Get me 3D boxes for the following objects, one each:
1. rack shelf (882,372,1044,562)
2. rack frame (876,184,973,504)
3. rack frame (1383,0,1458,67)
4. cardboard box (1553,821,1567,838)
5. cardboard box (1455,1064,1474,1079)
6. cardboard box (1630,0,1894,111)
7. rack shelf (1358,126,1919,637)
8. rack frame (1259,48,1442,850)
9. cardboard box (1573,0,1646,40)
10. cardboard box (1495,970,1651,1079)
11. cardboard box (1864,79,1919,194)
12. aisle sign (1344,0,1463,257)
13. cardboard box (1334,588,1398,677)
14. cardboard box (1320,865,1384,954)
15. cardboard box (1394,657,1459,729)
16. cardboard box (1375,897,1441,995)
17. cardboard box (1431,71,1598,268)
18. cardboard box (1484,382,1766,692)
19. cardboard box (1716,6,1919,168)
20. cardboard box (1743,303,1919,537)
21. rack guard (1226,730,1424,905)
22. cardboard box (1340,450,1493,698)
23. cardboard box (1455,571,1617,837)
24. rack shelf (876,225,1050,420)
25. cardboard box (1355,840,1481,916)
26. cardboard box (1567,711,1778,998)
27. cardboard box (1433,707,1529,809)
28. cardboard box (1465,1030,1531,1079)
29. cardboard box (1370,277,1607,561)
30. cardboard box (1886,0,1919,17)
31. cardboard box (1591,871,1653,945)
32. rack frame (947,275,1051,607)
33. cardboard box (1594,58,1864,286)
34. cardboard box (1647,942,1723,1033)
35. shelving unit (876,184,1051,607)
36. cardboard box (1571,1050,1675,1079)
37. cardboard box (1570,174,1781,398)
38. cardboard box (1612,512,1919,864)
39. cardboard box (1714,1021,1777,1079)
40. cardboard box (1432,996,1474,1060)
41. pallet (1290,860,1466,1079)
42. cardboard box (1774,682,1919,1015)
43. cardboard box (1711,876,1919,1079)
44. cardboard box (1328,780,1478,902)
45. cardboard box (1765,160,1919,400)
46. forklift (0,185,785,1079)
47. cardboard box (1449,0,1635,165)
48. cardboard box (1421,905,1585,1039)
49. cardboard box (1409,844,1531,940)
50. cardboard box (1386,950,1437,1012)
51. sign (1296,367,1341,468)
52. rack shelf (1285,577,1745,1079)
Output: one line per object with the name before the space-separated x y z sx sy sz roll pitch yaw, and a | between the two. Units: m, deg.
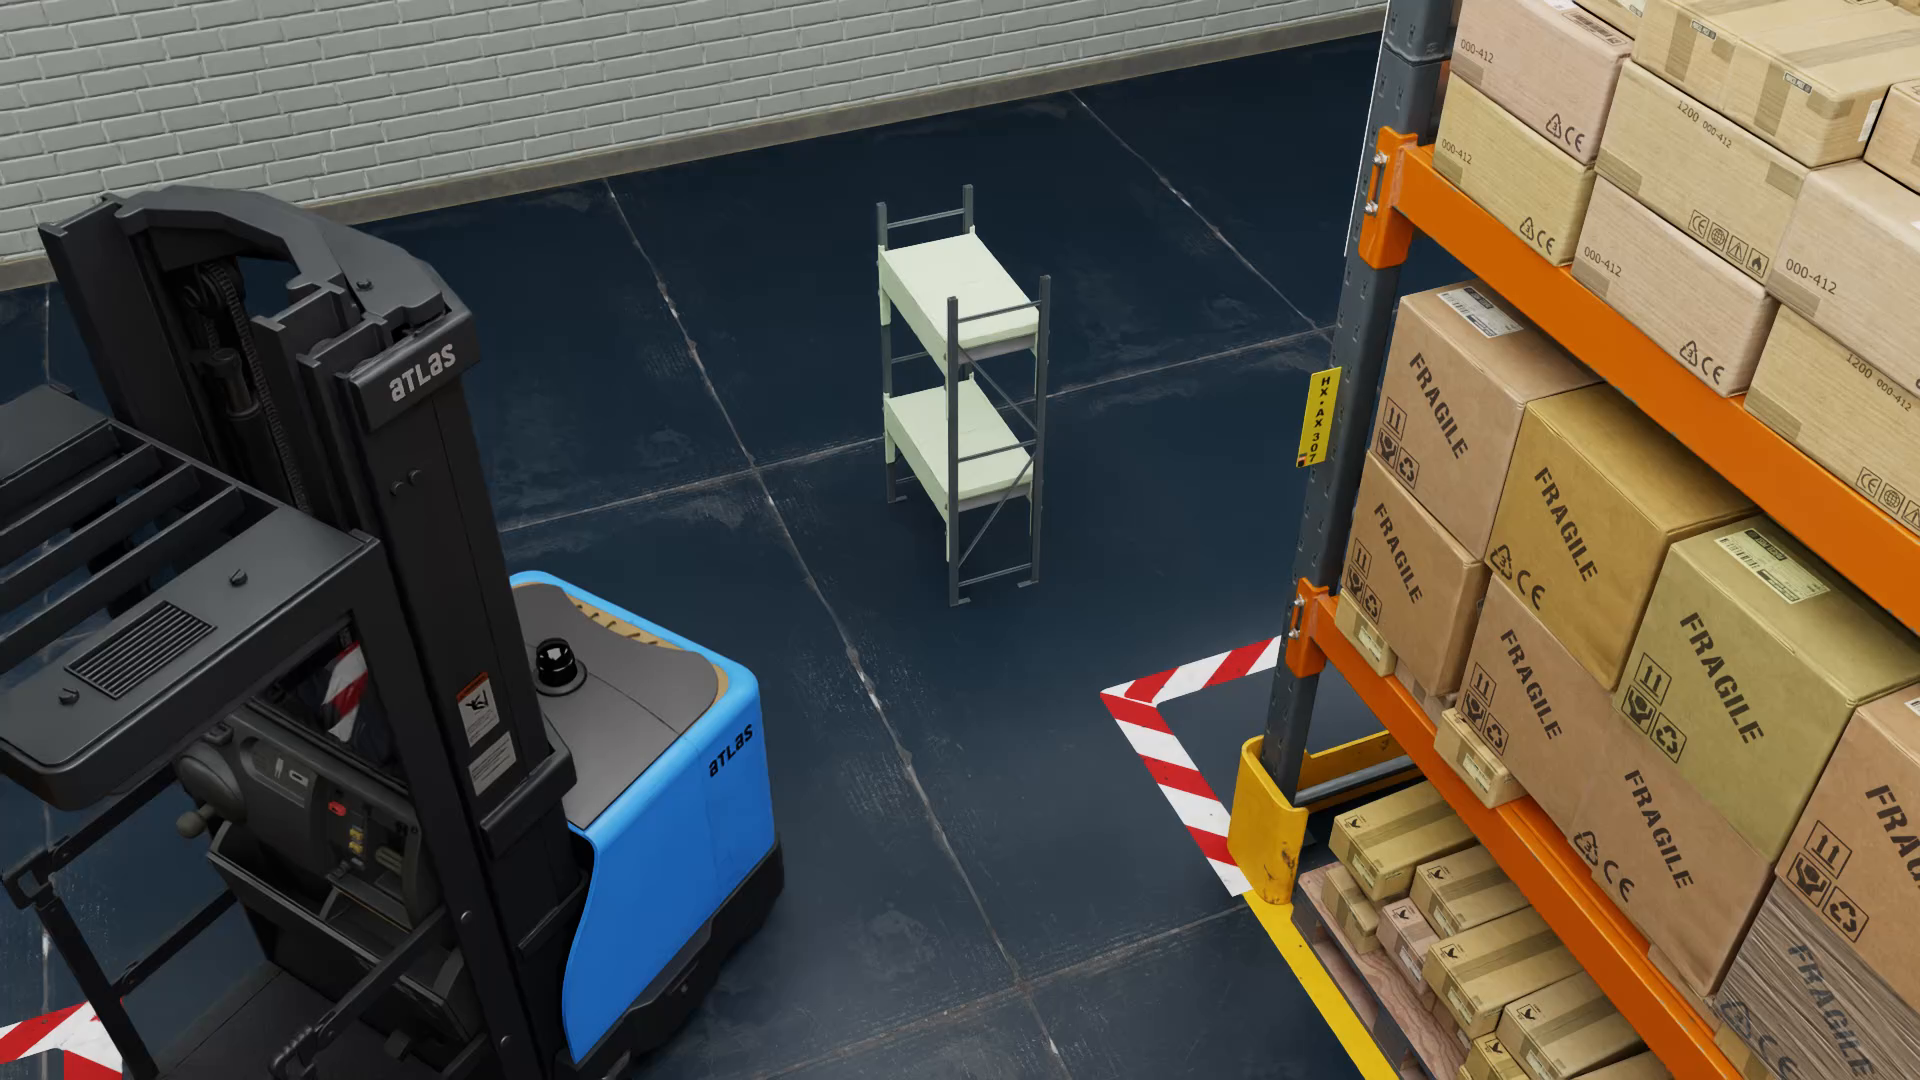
rack shelf | 0.003 -0.317 6.969 0.431 0.370 0.720 -15 43 -17
rack frame | -0.137 -0.785 7.013 0.400 1.500 0.023 -15 43 -17
rack frame | 1.514 -2.425 3.168 1.000 3.000 0.127 -15 43 -17
cardboard box | 1.750 0.662 4.372 0.380 0.149 0.250 -13 42 -15
cardboard box | 1.693 1.633 4.915 0.380 0.149 0.250 -15 43 -16
cardboard box | 1.545 -0.980 3.214 0.380 0.149 0.250 -15 43 -17
rack shelf | 2.279 0.190 2.980 1.077 0.370 4.000 -15 43 -17
rack frame | 1.514 -0.150 5.124 1.000 3.000 0.127 -15 43 -17
cardboard box | 1.509 -1.162 3.426 0.380 0.149 0.250 -13 42 -15
cardboard box | 1.767 1.395 4.736 0.380 0.149 0.250 -17 44 -19
cardboard box | 1.834 -0.705 2.894 0.380 0.149 0.250 -14 43 -16
aisle sign | 1.209 -1.105 4.241 0.394 0.787 0.004 -15 43 -17
cardboard box | 1.335 0.222 4.884 0.380 0.149 0.250 -15 43 -17
cardboard box | 1.419 1.167 5.457 0.380 0.149 0.250 -14 43 -16
cardboard box | 1.471 0.365 4.718 0.380 0.149 0.250 -14 43 -15
cardboard box | 1.530 1.217 5.170 0.380 0.149 0.250 -15 43 -17
cardboard box | 1.450 -0.897 3.807 0.500 0.250 0.500 -14 43 -15
cardboard box | 1.640 -0.041 3.926 0.500 0.500 0.500 -14 43 -16
cardboard box | 1.637 -0.833 3.044 0.380 0.149 0.250 -15 43 -16
cardboard box | 1.856 -0.271 3.079 0.500 0.250 0.500 -16 43 -18
rack guard | 1.543 0.843 5.886 1.175 0.500 0.348 -15 43 -17
cardboard box | 1.431 0.038 4.600 0.500 0.500 0.500 -13 42 -15
cardboard box | 1.659 0.354 4.233 0.500 0.500 0.500 -15 43 -17
rack shelf | 0.003 -0.861 6.502 0.431 0.370 0.720 -15 43 -17
cardboard box | 1.477 1.038 5.378 0.380 0.149 0.250 -13 42 -15
cardboard box | 1.835 0.653 3.886 0.500 0.500 0.500 -15 43 -16
cardboard box | 1.524 0.540 4.514 0.380 0.149 0.250 -16 43 -18
cardboard box | 1.703 1.524 4.813 0.380 0.149 0.250 -14 43 -16
cardboard box | 1.441 -0.344 4.277 0.500 0.500 0.500 -15 43 -17
cardboard box | 2.016 -1.117 3.374 0.380 0.149 0.250 -16 43 -18
cardboard box | 1.831 0.832 4.175 0.380 0.149 0.250 -16 43 -17
rack frame | 0.143 -0.344 6.500 0.400 1.500 0.023 -15 43 -17
cardboard box | 1.643 -0.777 3.284 0.500 0.250 0.500 -16 43 -17
cardboard box | 1.899 0.987 3.994 0.380 0.149 0.250 -16 43 -18
shelving unit | 0.003 -0.565 6.756 0.431 1.500 0.755 -15 43 -17
cardboard box | 1.864 1.564 4.539 0.380 0.149 0.250 -14 43 -15
cardboard box | 1.647 -0.578 3.436 0.500 0.250 0.500 -14 43 -15
cardboard box | 1.818 0.278 3.555 0.500 0.500 0.500 -16 43 -18
cardboard box | 1.979 1.149 3.806 0.380 0.149 0.250 -14 43 -15
cardboard box | 1.696 1.452 5.126 0.380 0.149 0.250 -15 43 -16
pallet | 1.821 1.451 5.401 1.003 0.211 1.213 -15 43 -17
cardboard box | 2.016 0.584 3.199 0.500 0.500 0.500 -16 43 -18
cardboard box | 2.035 0.958 3.531 0.500 0.500 0.500 -16 43 -18
cardboard box | 1.401 0.946 5.257 0.380 0.149 0.250 -17 44 -19
cardboard box | 1.825 -0.470 2.927 0.500 0.250 0.500 -15 43 -16
forklift | -1.817 0.760 4.118 1.130 2.935 3.031 22 45 24
cardboard box | 1.446 -1.085 3.642 0.500 0.250 0.500 -14 43 -16
cardboard box | 1.595 1.266 4.886 0.380 0.149 0.250 -15 43 -17
cardboard box | 1.617 1.082 5.099 0.380 0.149 0.250 -14 43 -16
cardboard box | 1.595 1.304 5.297 0.380 0.149 0.250 -15 43 -17
sign | 1.013 -0.343 4.685 0.100 0.325 0.005 -15 43 -17
rack shelf | 2.279 1.327 3.958 1.077 0.370 4.000 -15 43 -17
